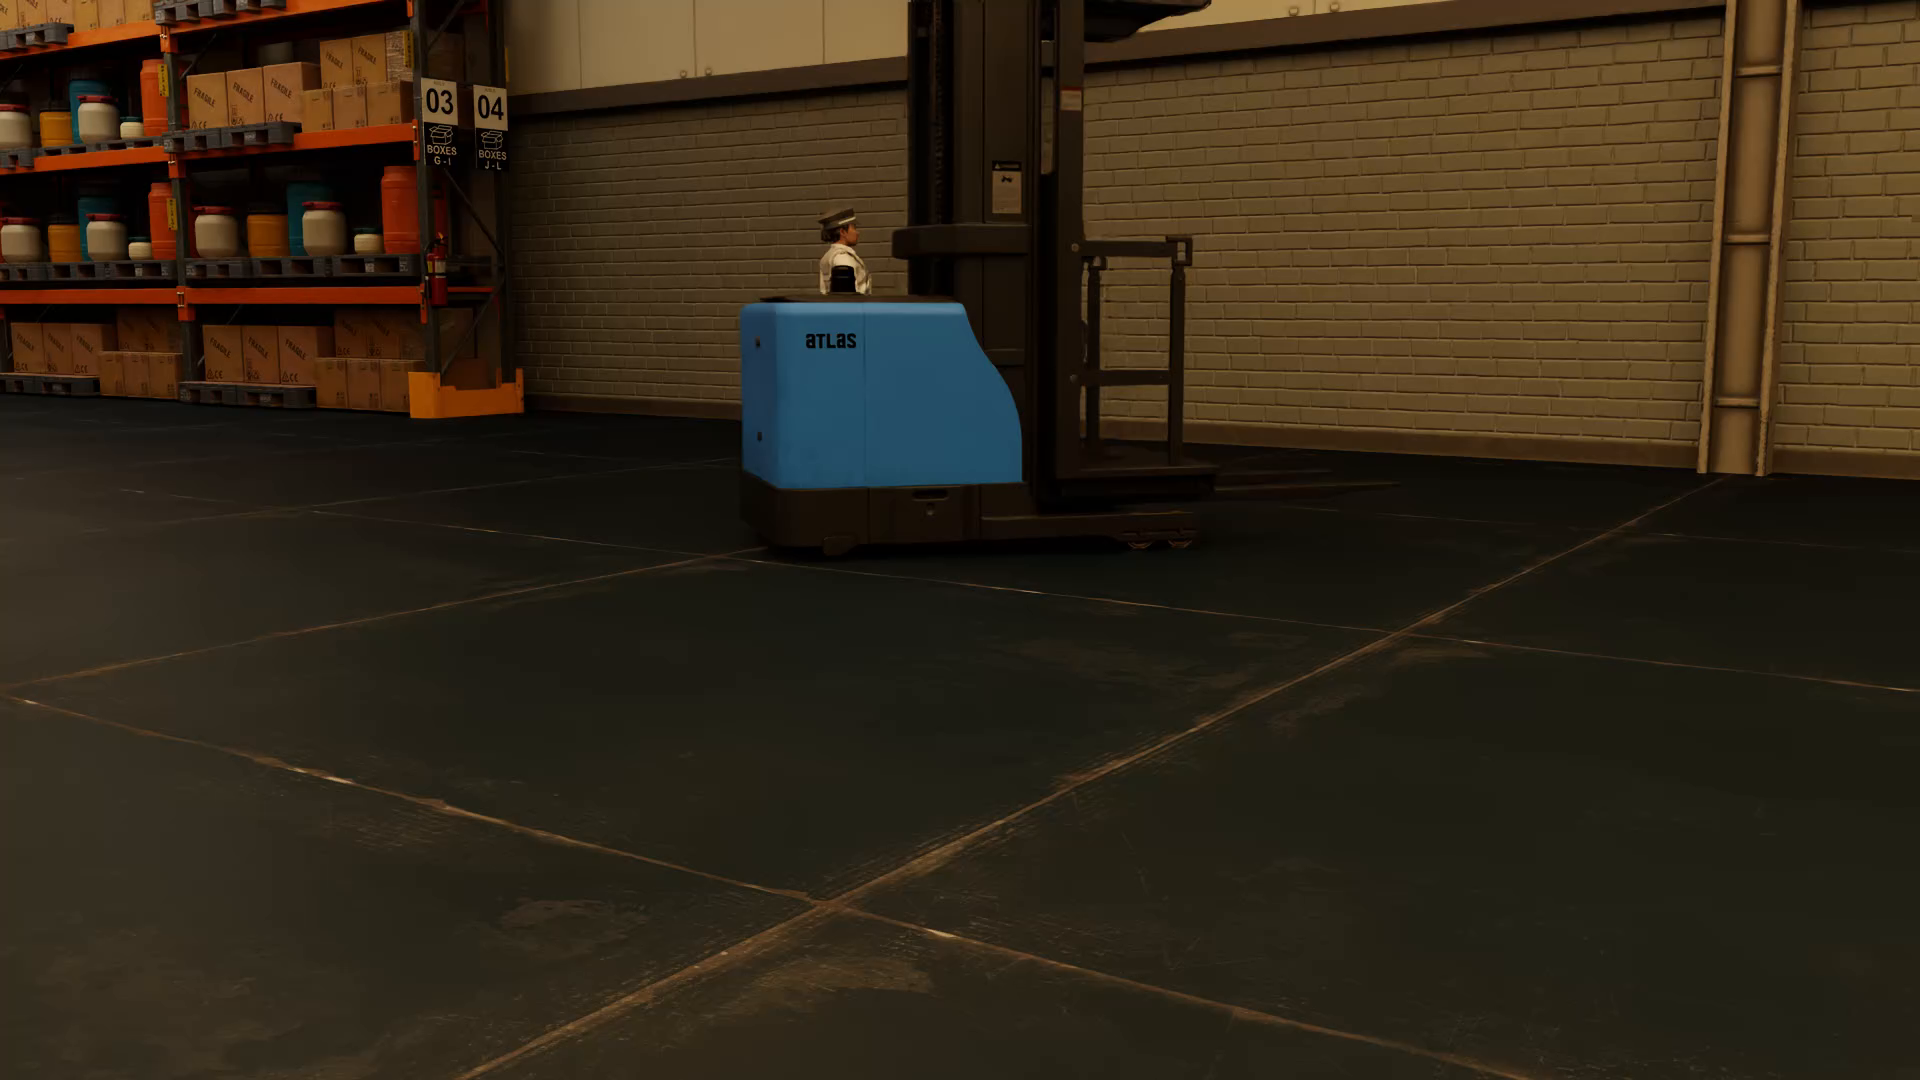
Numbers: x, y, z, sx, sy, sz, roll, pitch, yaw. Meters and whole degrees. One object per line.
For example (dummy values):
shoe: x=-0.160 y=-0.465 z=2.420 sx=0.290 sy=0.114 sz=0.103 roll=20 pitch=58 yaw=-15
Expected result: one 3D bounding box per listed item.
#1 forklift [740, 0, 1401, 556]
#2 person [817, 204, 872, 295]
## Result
forklift: x=0.551 y=-1.479 z=7.591 sx=3.031 sy=2.935 sz=1.130 roll=-2 pitch=8 yaw=-17
person: x=-0.719 y=-1.269 z=10.532 sx=0.355 sy=1.694 sz=0.464 roll=-3 pitch=9 yaw=-23
